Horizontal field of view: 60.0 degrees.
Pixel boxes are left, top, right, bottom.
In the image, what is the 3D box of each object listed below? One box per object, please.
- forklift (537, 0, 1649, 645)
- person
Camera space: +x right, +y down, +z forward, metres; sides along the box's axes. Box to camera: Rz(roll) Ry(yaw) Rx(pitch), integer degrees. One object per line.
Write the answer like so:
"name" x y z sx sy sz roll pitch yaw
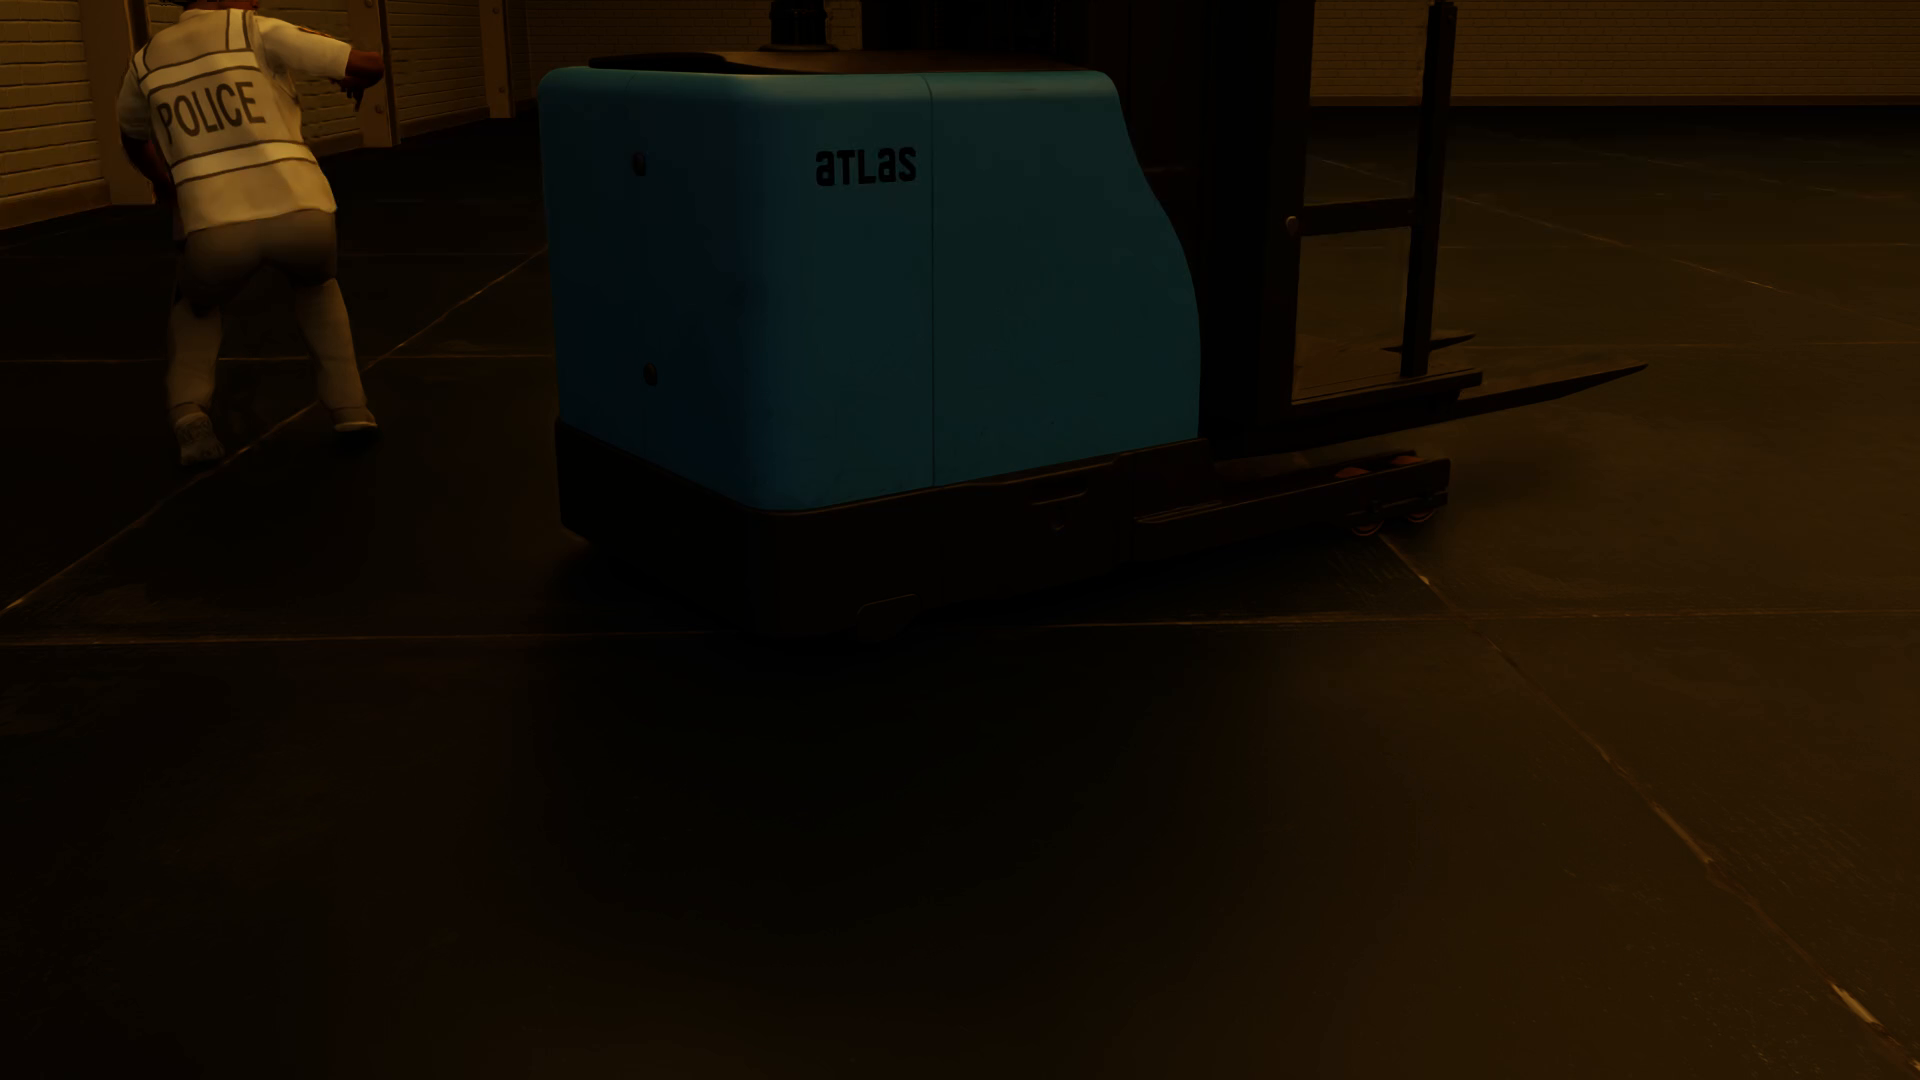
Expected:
"forklift" 0.580 -1.521 3.881 3.031 2.935 1.130 -12 21 -34
"person" -1.931 -0.934 4.617 0.716 1.414 0.893 -5 18 -16
